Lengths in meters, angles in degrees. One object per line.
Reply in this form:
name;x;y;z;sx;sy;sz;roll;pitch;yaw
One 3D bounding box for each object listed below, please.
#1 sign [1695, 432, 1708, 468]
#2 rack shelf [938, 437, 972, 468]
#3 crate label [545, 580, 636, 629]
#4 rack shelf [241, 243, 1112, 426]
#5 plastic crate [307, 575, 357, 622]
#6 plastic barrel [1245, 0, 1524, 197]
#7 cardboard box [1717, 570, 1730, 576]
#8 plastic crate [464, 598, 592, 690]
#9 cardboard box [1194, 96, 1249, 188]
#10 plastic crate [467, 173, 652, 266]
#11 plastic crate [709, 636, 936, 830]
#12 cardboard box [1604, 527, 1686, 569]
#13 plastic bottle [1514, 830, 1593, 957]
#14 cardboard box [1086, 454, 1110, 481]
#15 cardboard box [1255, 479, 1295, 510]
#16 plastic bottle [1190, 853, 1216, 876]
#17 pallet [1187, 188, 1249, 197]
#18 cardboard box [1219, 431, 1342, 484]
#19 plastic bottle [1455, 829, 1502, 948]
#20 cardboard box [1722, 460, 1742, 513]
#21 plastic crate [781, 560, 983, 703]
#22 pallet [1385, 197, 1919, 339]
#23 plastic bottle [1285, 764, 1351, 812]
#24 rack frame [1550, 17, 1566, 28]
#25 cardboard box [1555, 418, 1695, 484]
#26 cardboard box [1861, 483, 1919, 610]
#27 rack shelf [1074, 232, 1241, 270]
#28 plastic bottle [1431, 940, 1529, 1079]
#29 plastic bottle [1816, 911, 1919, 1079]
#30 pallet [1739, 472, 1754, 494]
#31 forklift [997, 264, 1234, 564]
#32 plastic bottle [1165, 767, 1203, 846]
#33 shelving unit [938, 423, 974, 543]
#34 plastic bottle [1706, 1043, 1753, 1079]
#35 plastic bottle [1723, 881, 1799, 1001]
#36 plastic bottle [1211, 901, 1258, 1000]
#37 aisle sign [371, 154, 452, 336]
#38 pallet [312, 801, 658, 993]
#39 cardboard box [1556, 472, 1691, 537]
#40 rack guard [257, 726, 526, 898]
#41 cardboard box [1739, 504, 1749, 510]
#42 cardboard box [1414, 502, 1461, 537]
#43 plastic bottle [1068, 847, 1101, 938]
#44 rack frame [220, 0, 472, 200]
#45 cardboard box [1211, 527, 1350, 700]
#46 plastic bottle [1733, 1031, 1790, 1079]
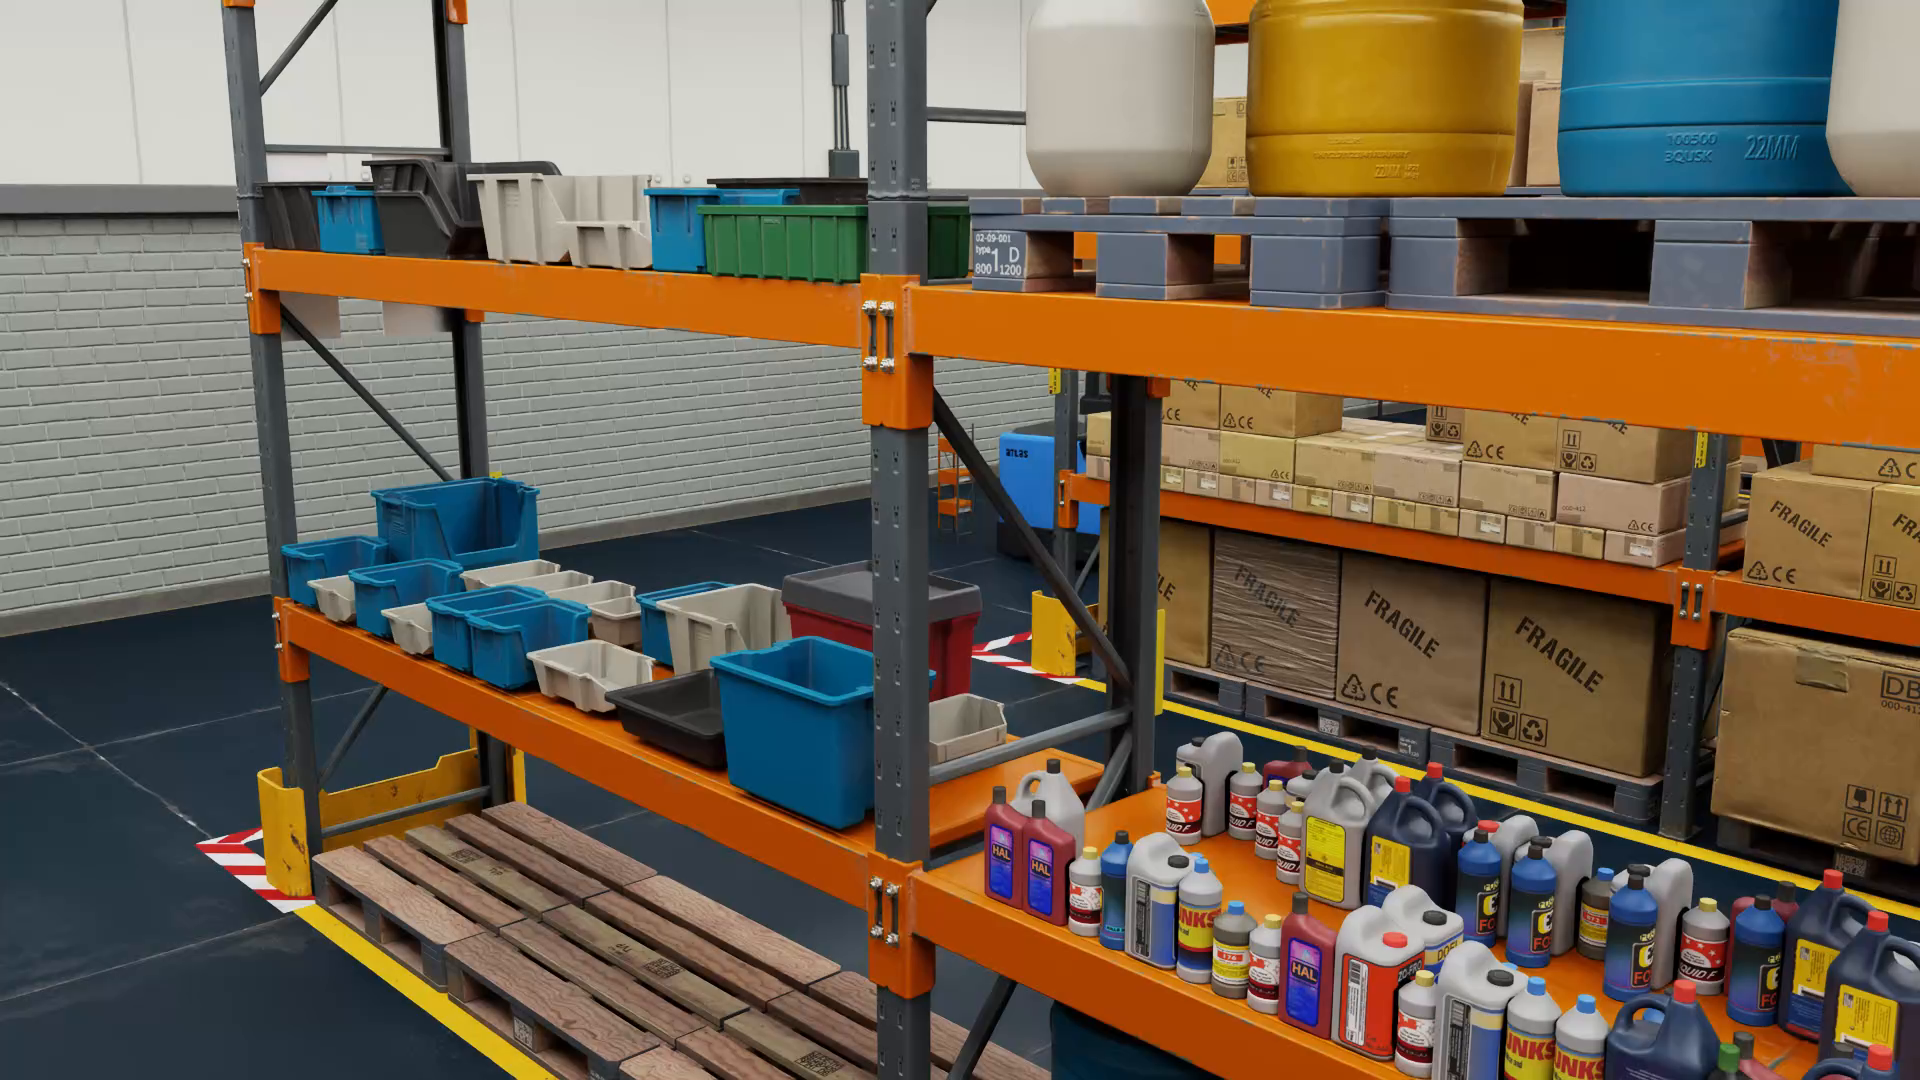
sign;3.360;-0.490;7.517;0.100;0.325;0.005;-11;16;-43
rack shelf;-0.037;-0.790;14.788;0.215;0.259;0.240;-11;16;-43
crate label;-1.491;0.276;6.641;0.396;0.136;0.243;-11;16;-43
rack shelf;-1.203;-0.824;5.825;1.077;0.370;4.000;-11;16;-43
plastic crate;-2.491;0.241;6.812;0.250;0.136;0.298;-11;16;-43
plastic barrel;0.955;-1.077;3.765;0.600;0.588;0.600;0;12;0
cardboard box;5.863;0.170;12.676;0.380;0.149;0.250;-11;16;-43
plastic crate;-1.536;0.372;5.940;0.416;0.233;0.300;-11;16;-43
cardboard box;1.697;-2.294;9.644;0.500;0.500;0.700;11;16;43
plastic crate;-1.277;-1.043;5.402;0.437;0.282;0.530;-11;16;-43
plastic crate;-0.391;0.543;4.734;0.392;0.384;0.575;-11;16;-43
cardboard box;3.312;0.019;8.008;0.380;0.149;0.250;-11;16;-42
plastic bottle;1.377;0.805;3.879;0.152;0.276;0.135;-11;16;-43
cardboard box;1.004;-0.468;10.373;0.380;0.149;0.250;-11;16;-42
cardboard box;1.894;-0.281;9.463;0.380;0.149;0.250;-11;16;-43
plastic bottle;0.552;0.836;3.911;0.097;0.201;0.097;0;12;0
pallet;1.517;-2.008;10.010;1.003;0.211;1.213;-11;16;-43
cardboard box;1.842;-0.505;9.562;0.500;0.250;0.500;11;16;43
plastic bottle;1.207;0.808;3.877;0.097;0.271;0.097;0;12;0
cardboard box;3.625;-0.282;8.483;0.500;0.250;0.500;-11;16;-44
plastic crate;-0.258;0.359;5.428;0.402;0.464;0.583;-11;16;-43
pallet;1.575;-0.526;3.064;1.003;0.211;1.213;-11;16;-43
plastic bottle;0.936;0.712;4.332;0.152;0.276;0.135;-11;16;-43
rack frame;4.655;-4.304;13.500;1.000;3.000;0.127;-11;16;-43
cardboard box;3.249;-0.575;8.043;0.500;0.500;0.500;-10;15;-41
cardboard box;4.245;0.021;7.128;0.500;0.500;0.500;-11;16;-42
rack shelf;2.379;-1.514;9.175;1.077;0.370;4.000;-11;16;-43
plastic bottle;1.021;0.935;3.245;0.152;0.276;0.135;-11;16;-43
plastic bottle;1.793;0.899;3.235;0.144;0.351;0.185;-11;16;-43
pallet;8.774;-0.598;17.293;1.003;0.211;1.213;-11;16;-43
forklift;1.834;-1.207;13.506;3.031;2.935;1.130;7;14;32
plastic bottle;0.606;0.715;4.500;0.097;0.201;0.097;0;12;0
shelving unit;-0.037;-0.522;14.843;0.215;1.050;0.252;-11;16;-43
plastic bottle;1.343;1.013;2.850;0.061;0.283;0.133;-11;16;-43
plastic bottle;1.730;0.862;3.581;0.061;0.283;0.133;-11;16;-43
plastic bottle;0.602;0.891;3.644;0.097;0.201;0.097;0;12;0
aisle sign;-2.422;-1.323;7.459;0.394;0.787;0.004;-11;16;-43
pallet;-2.043;1.493;7.143;1.003;0.211;1.213;-11;16;-43
cardboard box;3.265;-0.205;8.109;0.500;0.250;0.500;-11;16;-44
rack guard;-2.611;1.224;7.732;1.175;0.500;0.348;-11;16;-43
cardboard box;6.268;-0.193;12.965;0.380;0.149;0.250;-11;16;-42
cardboard box;2.601;-0.131;8.737;0.380;0.149;0.250;-11;16;-42
plastic bottle;0.307;0.829;3.946;0.097;0.201;0.097;0;12;0
rack frame;-2.585;-2.937;6.866;1.000;3.000;0.127;-11;16;-43
cardboard box;2.126;0.361;9.950;0.875;0.875;0.875;-11;16;-43
plastic bottle;1.387;1.005;2.891;0.061;0.283;0.133;-11;16;-43
